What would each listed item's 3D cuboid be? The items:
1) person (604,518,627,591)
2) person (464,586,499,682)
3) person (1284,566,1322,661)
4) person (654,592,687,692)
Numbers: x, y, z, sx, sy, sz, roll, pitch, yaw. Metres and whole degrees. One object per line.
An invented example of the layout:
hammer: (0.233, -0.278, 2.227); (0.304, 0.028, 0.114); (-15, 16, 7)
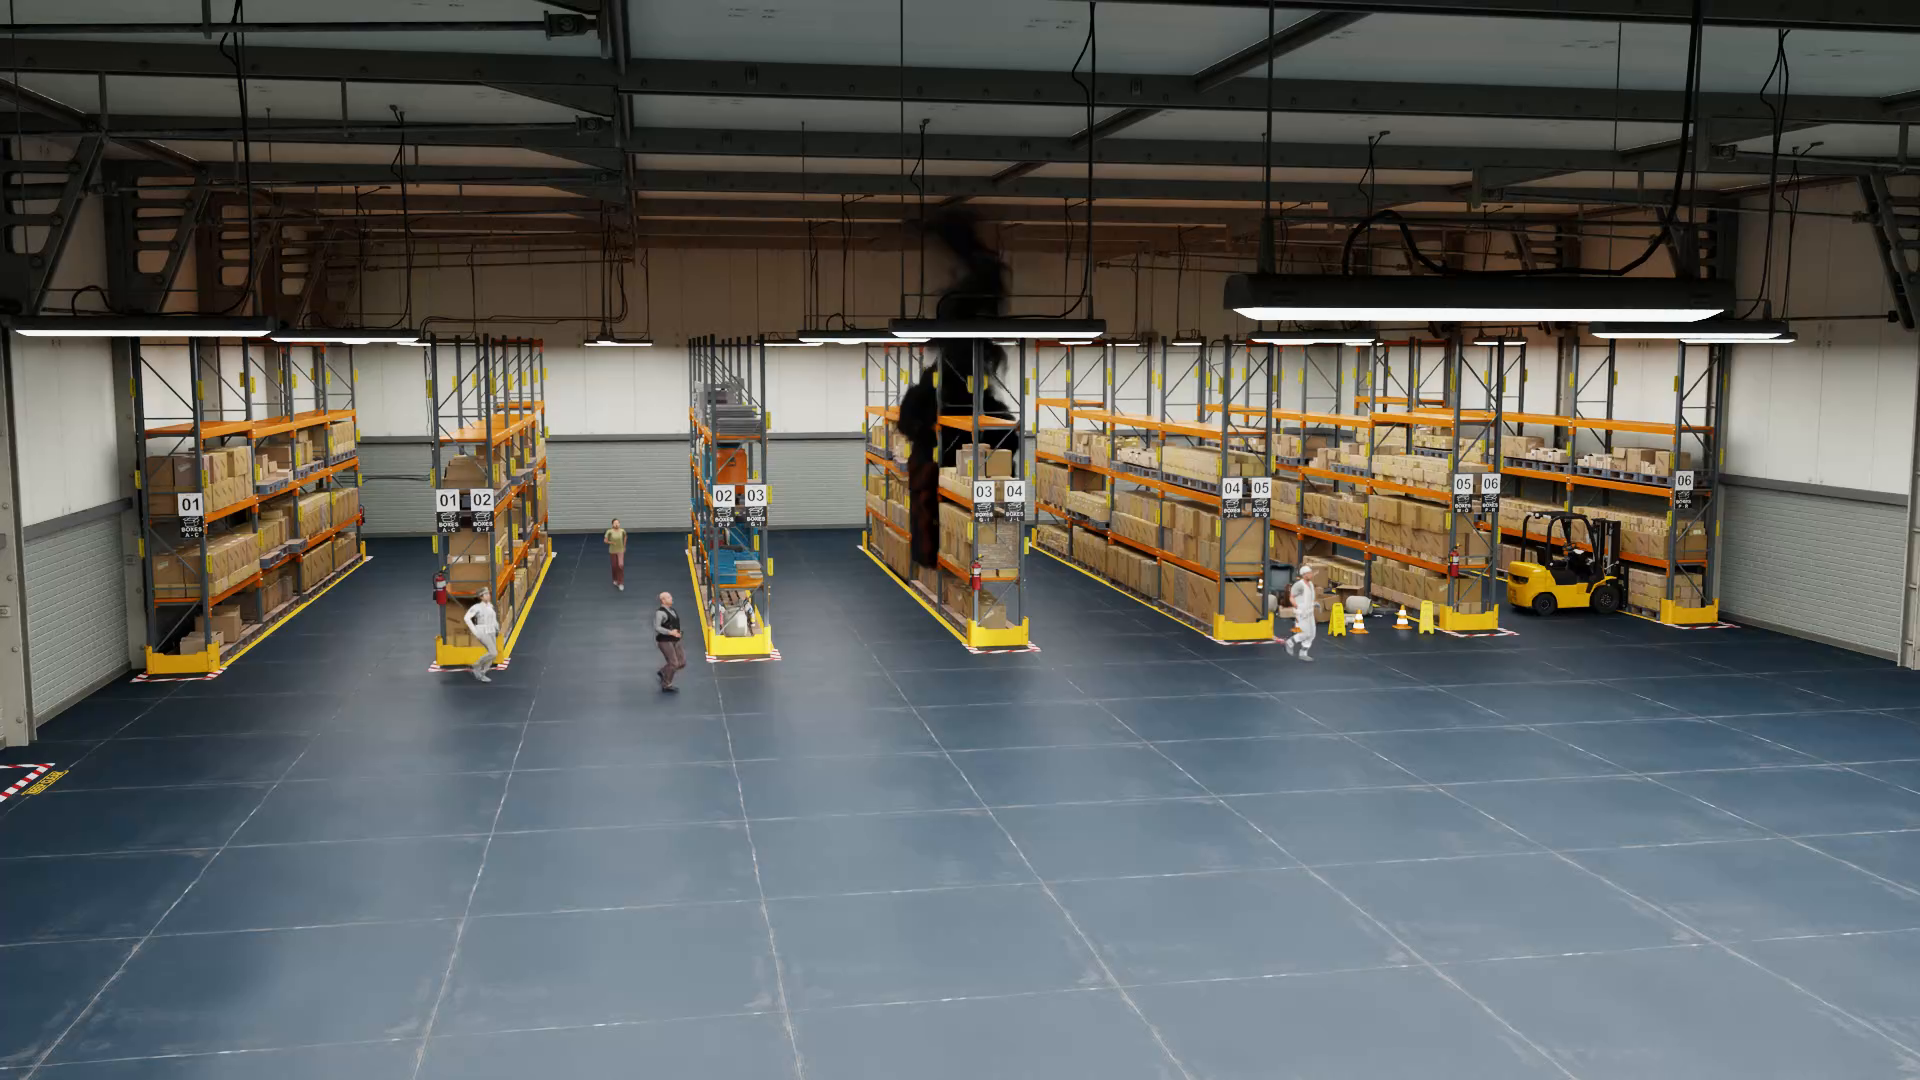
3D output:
person: (-8.258, 0.328, 39.903); (0.561, 1.713, 0.807); (-2, 7, -15)
person: (-8.168, 1.623, 28.695); (0.510, 1.646, 0.629); (2, 7, 18)
person: (6.329, 1.345, 30.702); (0.593, 1.754, 0.678); (6, 9, 42)
person: (-4.854, 1.703, 27.855); (0.598, 1.674, 0.654); (2, 7, 18)
